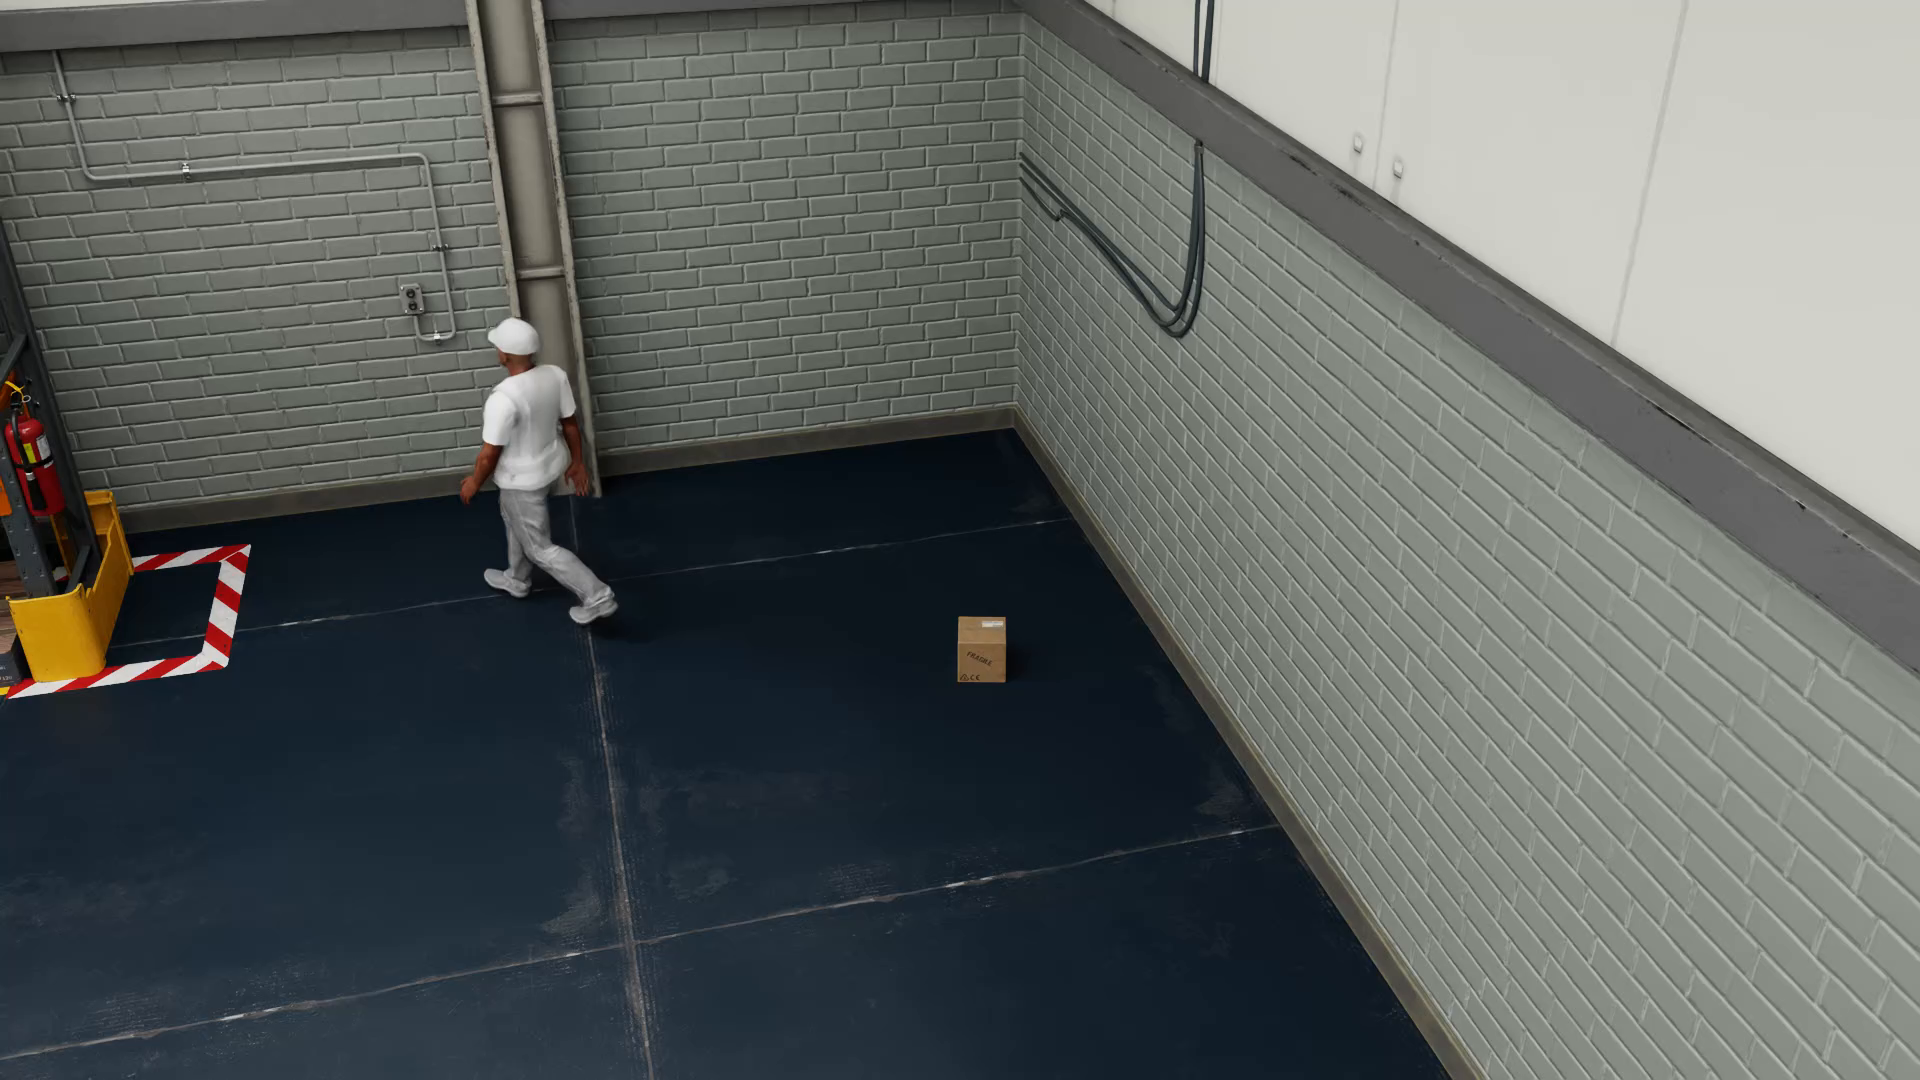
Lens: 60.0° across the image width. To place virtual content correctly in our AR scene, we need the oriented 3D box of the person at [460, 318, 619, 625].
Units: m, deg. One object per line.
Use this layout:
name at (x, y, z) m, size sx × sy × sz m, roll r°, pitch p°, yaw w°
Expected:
person at (-2.277, -0.357, 8.825) m, size 1.006 × 1.727 × 0.577 m, roll 11°, pitch 32°, yaw 19°
